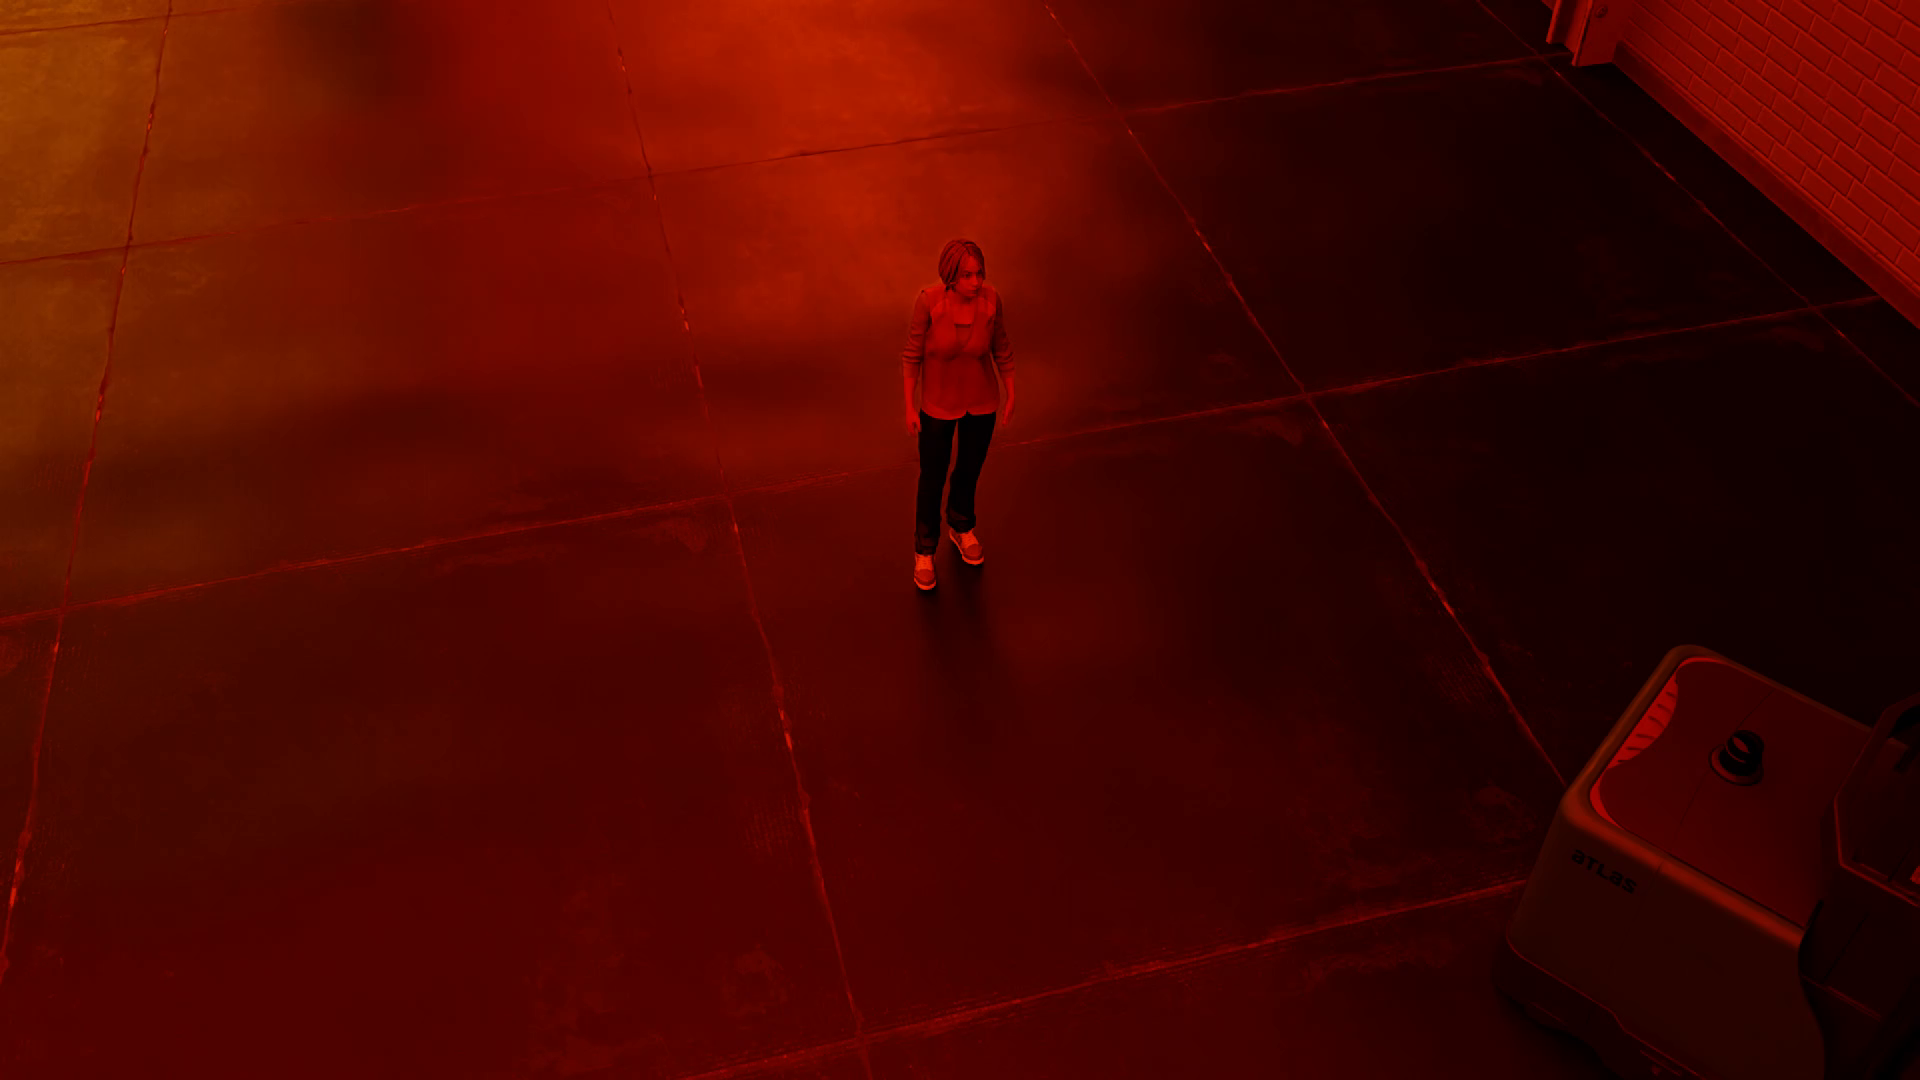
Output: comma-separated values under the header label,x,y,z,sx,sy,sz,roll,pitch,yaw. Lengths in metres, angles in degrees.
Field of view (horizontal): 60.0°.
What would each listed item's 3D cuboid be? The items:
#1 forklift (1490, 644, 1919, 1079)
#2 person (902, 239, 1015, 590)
label,x,y,z,sx,sy,sz,roll,pitch,yaw
forklift,3.372,0.964,4.625,3.031,2.935,1.130,30,51,28
person,0.006,-0.533,7.171,0.521,1.599,0.473,-10,44,-11
